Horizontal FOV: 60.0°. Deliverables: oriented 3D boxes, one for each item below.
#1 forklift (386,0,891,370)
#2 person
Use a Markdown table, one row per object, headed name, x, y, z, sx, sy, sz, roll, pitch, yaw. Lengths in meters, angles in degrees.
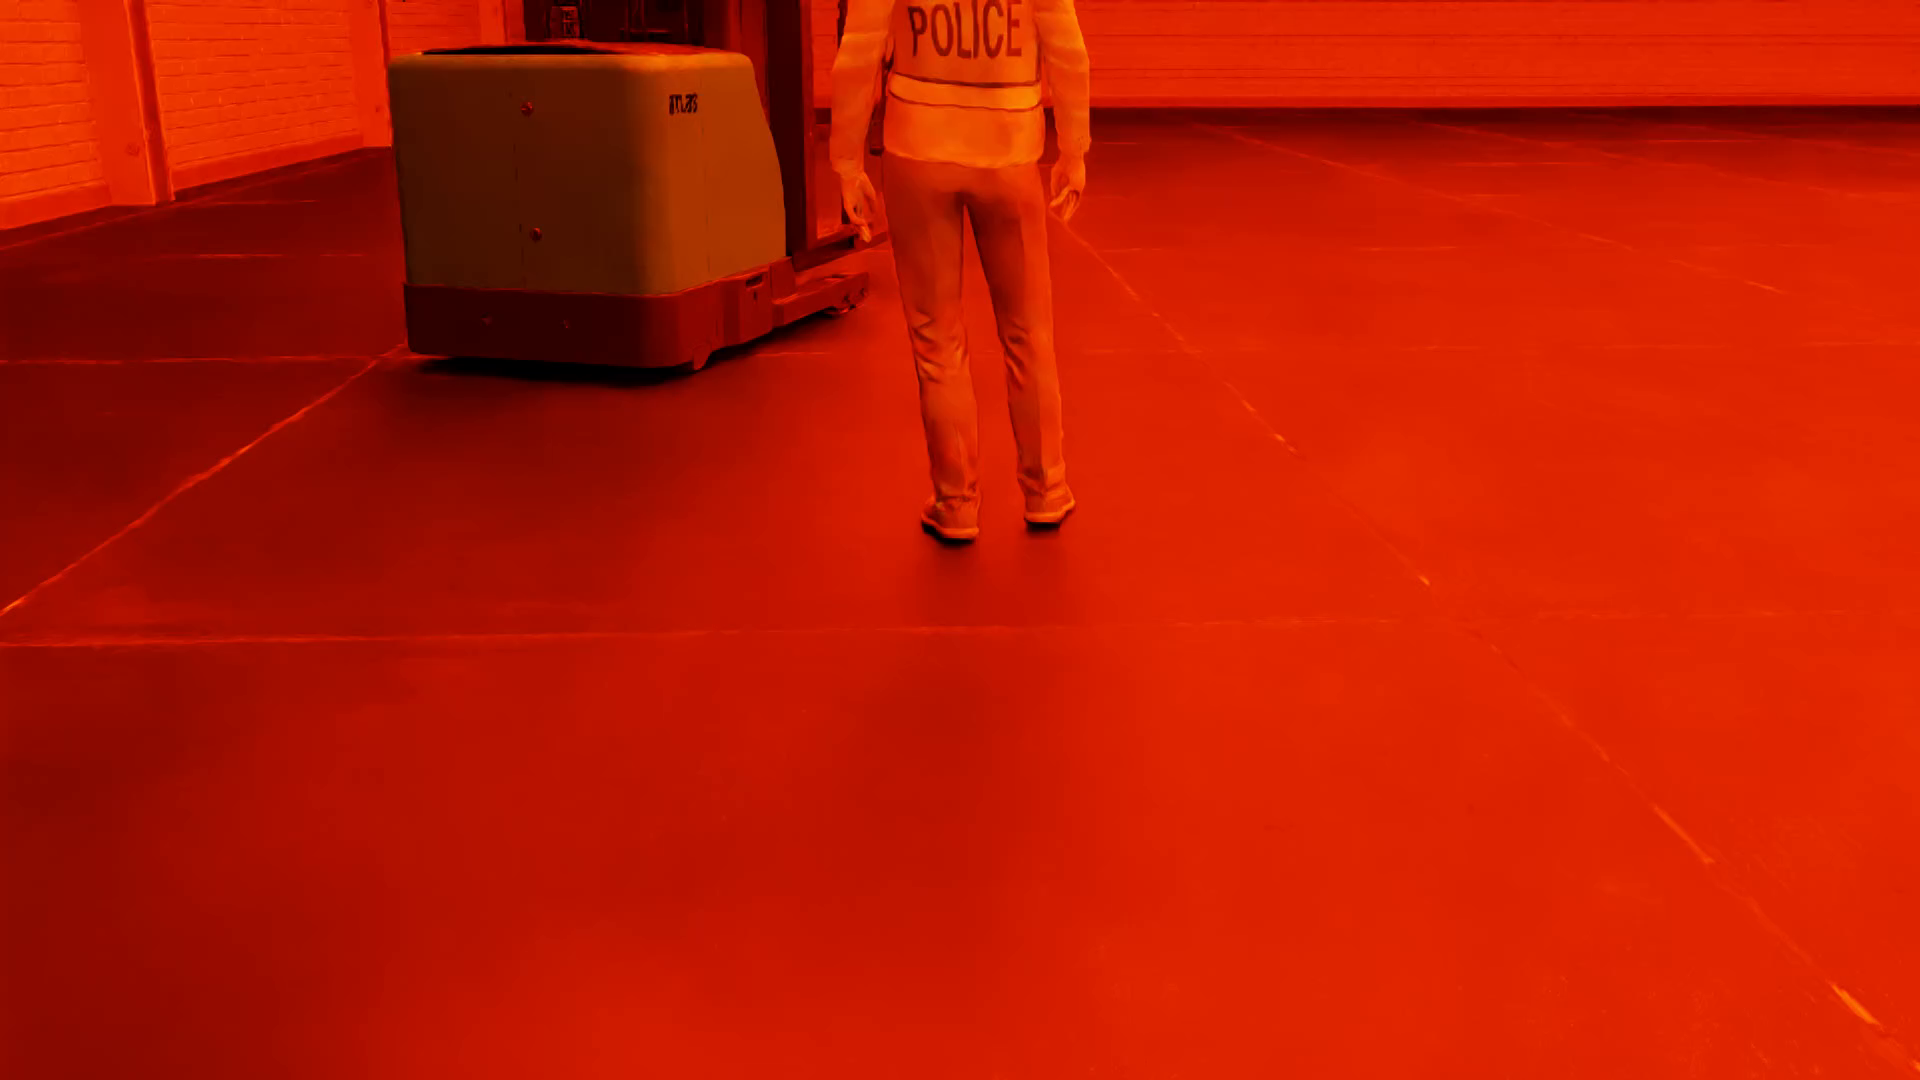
| name | x | y | z | sx | sy | sz | roll | pitch | yaw |
| --- | --- | --- | --- | --- | --- | --- | --- | --- | --- |
| forklift | -1.027 | -2.369 | 6.651 | 1.130 | 2.935 | 3.031 | 5 | 18 | 16 |
| person | 0.003 | -0.838 | 3.733 | 0.586 | 1.695 | 0.533 | -1 | 17 | -3 |
